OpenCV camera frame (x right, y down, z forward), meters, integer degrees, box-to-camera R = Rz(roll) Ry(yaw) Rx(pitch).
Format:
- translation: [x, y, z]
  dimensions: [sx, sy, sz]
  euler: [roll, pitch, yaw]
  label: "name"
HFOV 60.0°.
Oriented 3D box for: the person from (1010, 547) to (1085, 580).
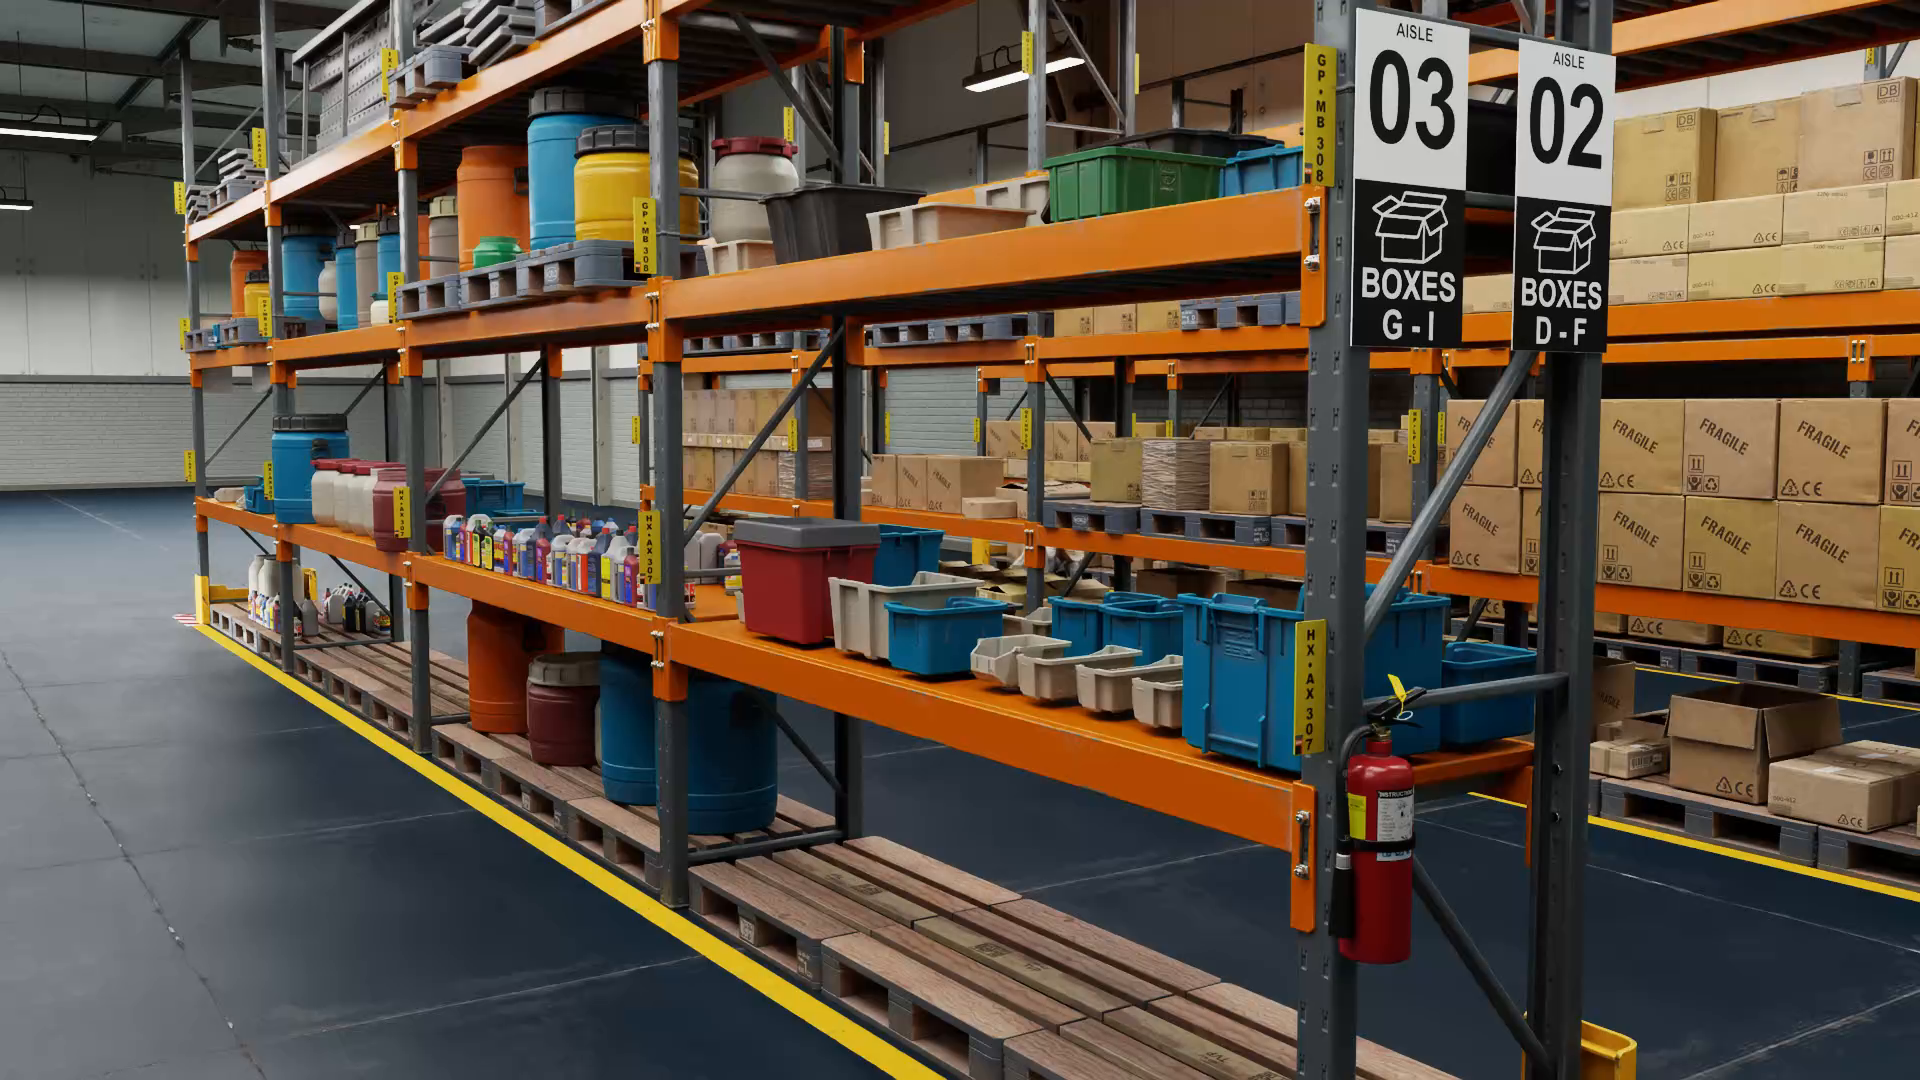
- translation: [0.902, 0.421, 16.762]
  dimensions: [0.547, 1.000, 0.900]
  euler: [-3, 6, -34]
  label: "person"
